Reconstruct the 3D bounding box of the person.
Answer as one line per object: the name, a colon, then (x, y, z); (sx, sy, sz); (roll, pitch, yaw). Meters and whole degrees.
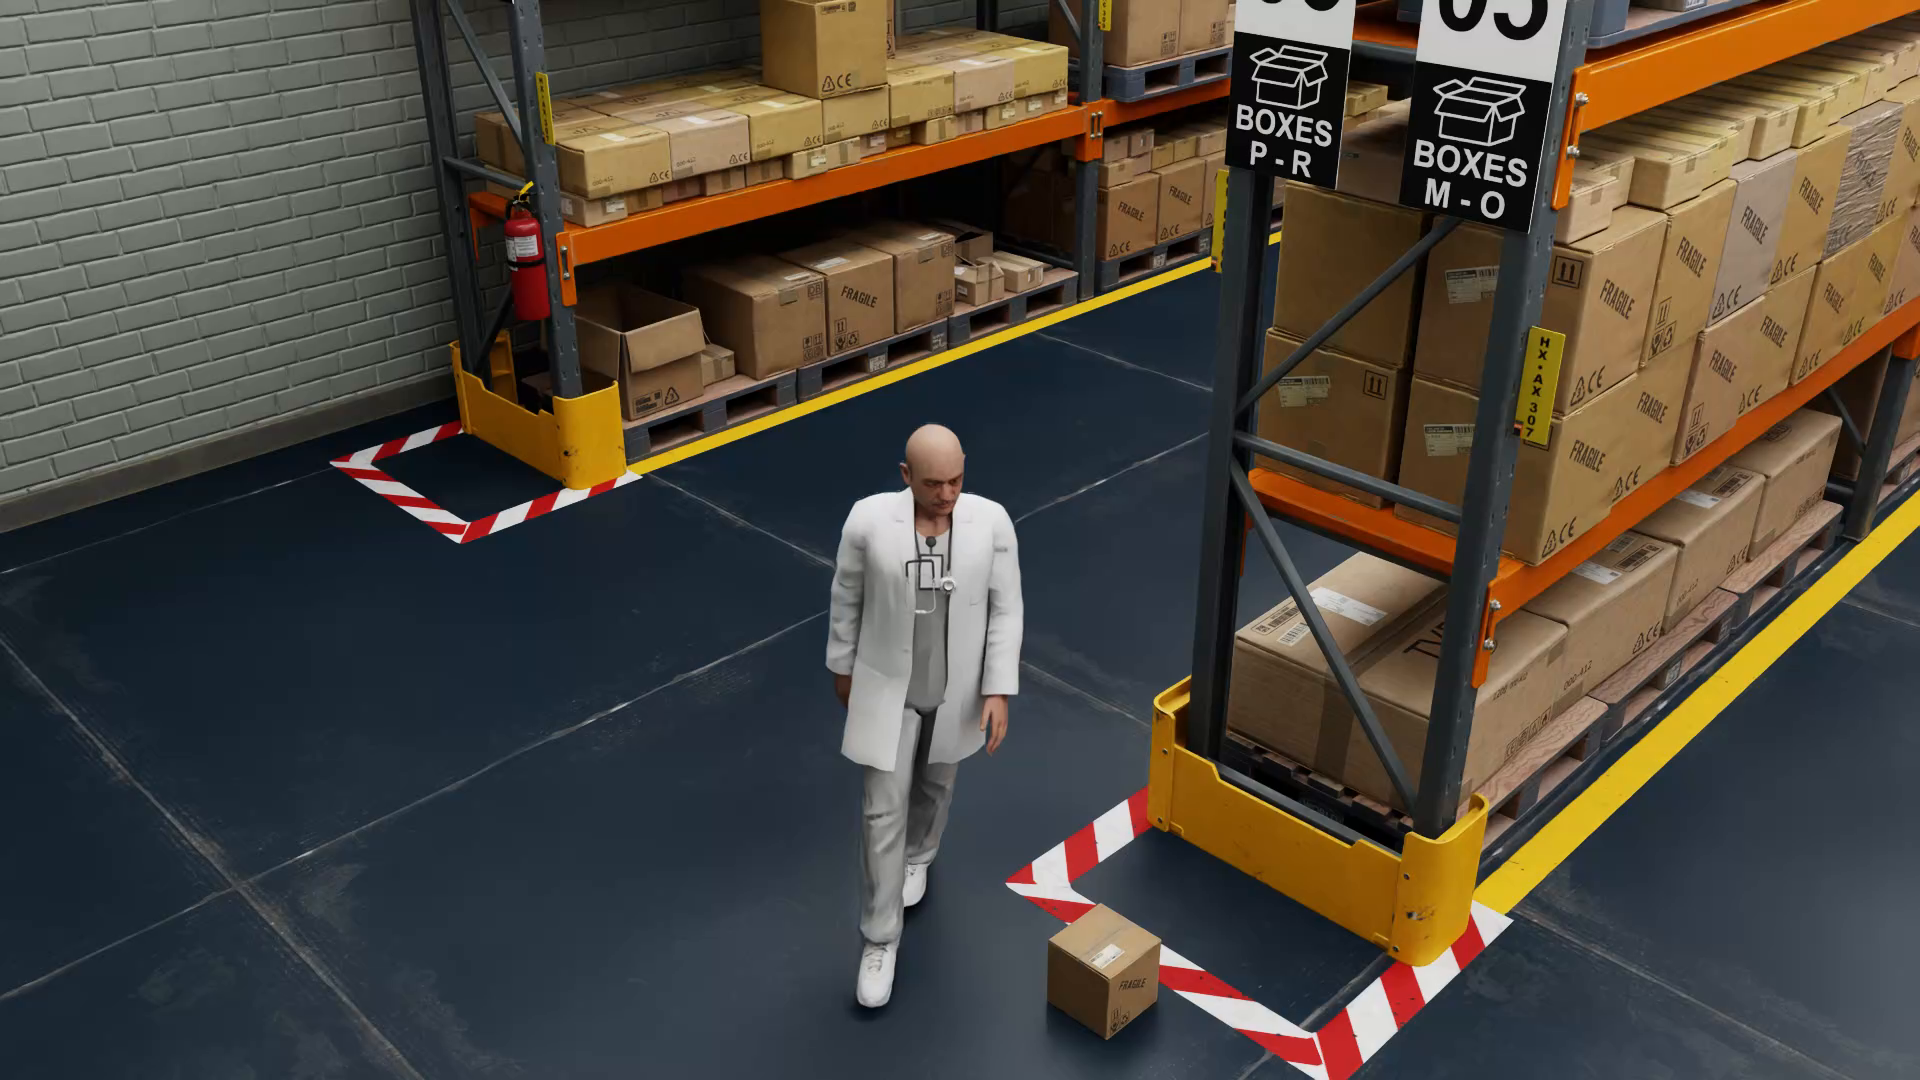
person: (-0.093, 0.595, 5.200); (0.612, 1.548, 0.840); (-4, 28, -8)
